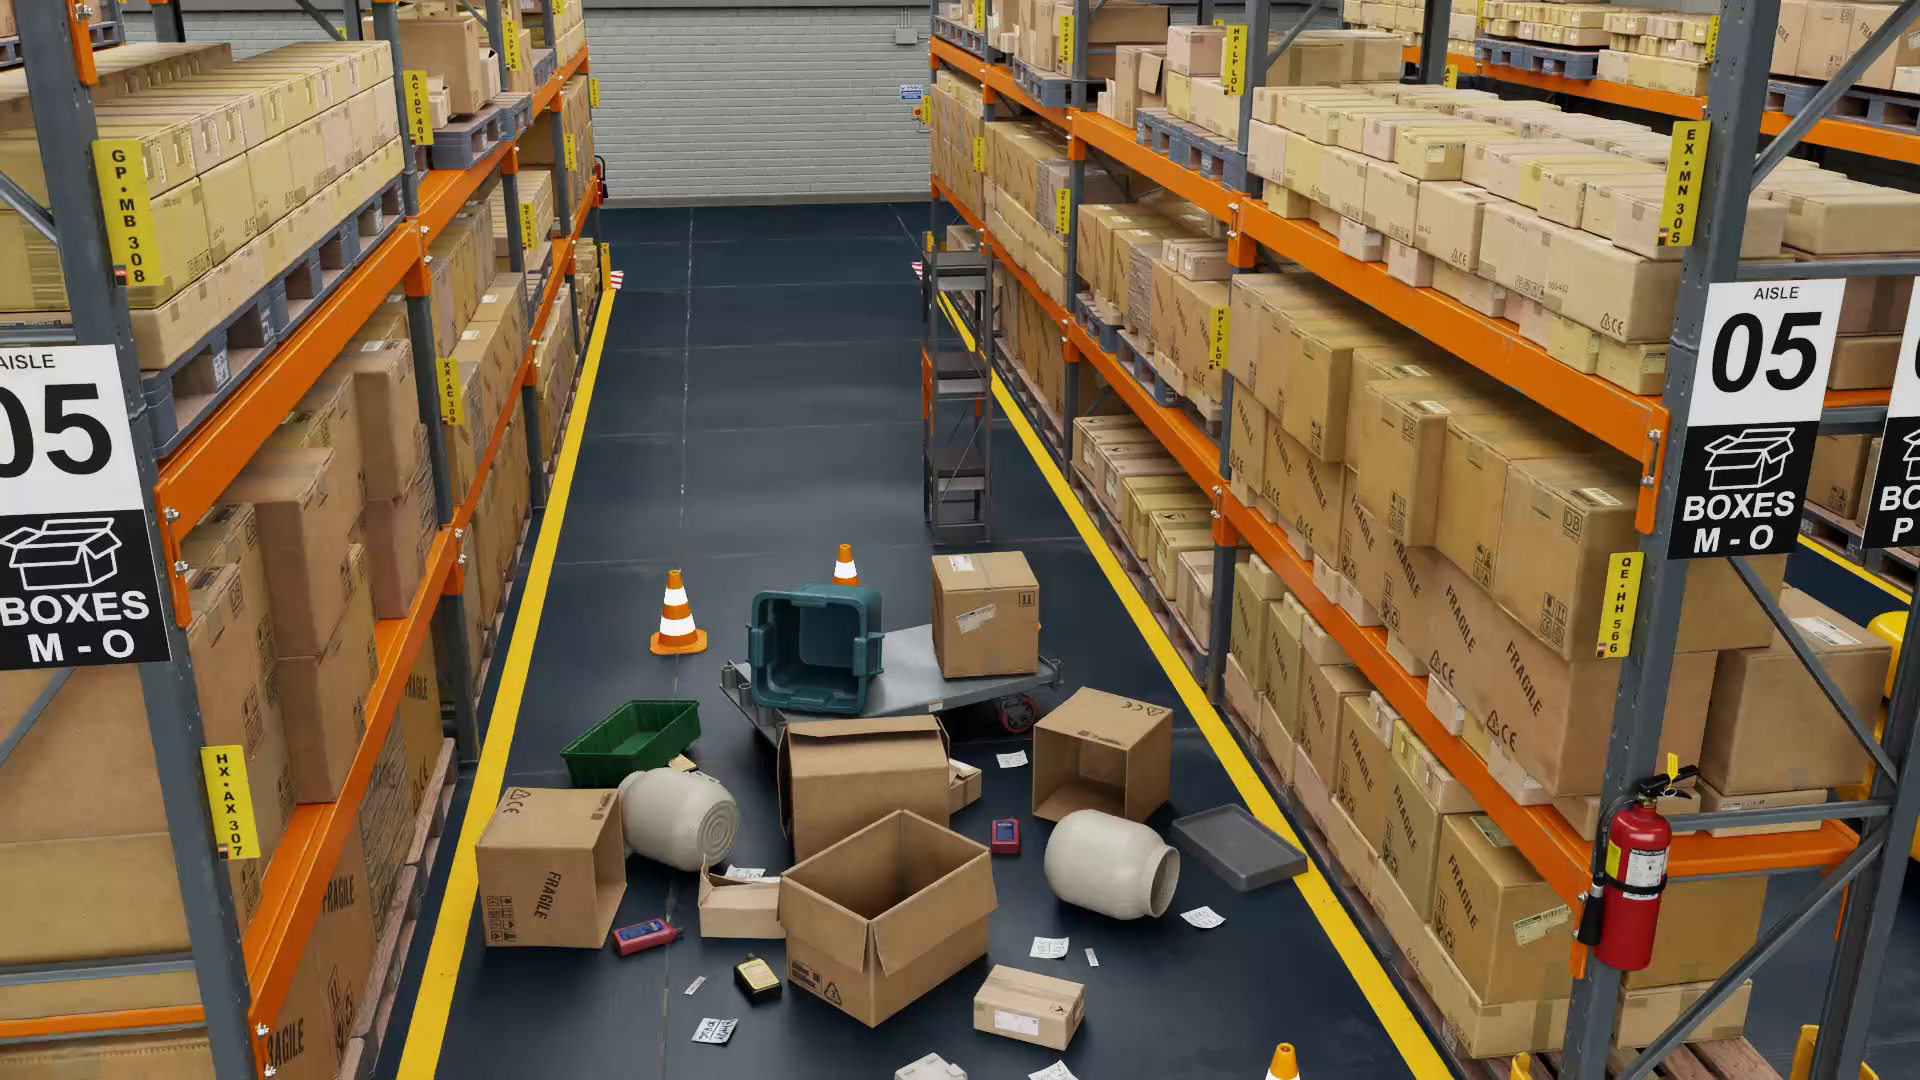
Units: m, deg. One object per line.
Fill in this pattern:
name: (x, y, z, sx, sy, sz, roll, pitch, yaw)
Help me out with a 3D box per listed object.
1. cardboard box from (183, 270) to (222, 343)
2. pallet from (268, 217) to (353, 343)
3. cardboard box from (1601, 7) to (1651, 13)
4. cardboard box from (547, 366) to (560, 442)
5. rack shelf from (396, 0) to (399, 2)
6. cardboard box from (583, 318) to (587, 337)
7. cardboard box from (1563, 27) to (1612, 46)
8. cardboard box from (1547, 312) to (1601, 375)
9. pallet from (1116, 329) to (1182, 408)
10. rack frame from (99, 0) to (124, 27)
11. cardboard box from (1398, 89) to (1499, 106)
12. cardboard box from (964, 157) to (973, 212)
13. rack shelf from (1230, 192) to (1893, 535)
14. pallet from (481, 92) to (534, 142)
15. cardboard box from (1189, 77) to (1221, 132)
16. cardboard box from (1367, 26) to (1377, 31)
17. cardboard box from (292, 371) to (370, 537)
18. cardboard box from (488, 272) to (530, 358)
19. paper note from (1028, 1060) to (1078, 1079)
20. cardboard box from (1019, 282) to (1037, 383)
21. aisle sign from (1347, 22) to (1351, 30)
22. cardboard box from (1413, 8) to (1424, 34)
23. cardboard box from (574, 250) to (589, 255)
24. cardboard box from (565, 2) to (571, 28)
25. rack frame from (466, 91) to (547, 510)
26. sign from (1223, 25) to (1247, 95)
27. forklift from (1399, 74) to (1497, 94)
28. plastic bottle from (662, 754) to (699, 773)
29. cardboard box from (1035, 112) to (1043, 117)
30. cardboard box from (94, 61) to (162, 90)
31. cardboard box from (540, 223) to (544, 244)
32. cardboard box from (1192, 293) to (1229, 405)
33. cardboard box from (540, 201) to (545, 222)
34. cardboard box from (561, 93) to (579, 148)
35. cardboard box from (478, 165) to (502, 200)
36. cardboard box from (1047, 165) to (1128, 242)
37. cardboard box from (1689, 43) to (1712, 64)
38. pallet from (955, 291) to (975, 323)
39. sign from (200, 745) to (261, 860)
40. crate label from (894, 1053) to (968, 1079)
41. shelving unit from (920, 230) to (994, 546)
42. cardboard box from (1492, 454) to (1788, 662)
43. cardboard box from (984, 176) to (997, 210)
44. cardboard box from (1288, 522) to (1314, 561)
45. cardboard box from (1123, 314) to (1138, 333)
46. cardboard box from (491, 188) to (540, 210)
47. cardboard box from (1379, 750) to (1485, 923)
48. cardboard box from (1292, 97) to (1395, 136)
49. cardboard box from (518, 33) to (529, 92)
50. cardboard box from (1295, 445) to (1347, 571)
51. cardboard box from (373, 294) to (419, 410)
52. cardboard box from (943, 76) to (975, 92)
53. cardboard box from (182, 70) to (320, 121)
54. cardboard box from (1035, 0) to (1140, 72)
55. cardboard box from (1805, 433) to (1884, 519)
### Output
cardboard box: (-2.192, -0.610, 4.391, 0.380, 0.149, 0.250, -3, 21, -7)
pallet: (-2.718, -0.899, 5.676, 1.003, 0.211, 1.213, -3, 21, -8)
cardboard box: (5.937, -4.669, 14.834, 0.380, 0.149, 0.250, -3, 21, -7)
cardboard box: (-3.501, -1.083, 13.301, 0.500, 0.500, 0.500, -3, 21, -7)
rack shelf: (-3.287, -3.219, 9.074, 1.077, 0.370, 4.000, -3, 21, -8)
cardboard box: (-3.925, -2.106, 16.542, 0.380, 0.149, 0.250, -2, 21, -6)
cardboard box: (5.540, -4.423, 14.601, 0.380, 0.149, 0.250, -2, 21, -7)
cardboard box: (2.065, -0.622, 5.166, 0.380, 0.149, 0.250, -3, 21, -7)
pallet: (1.634, -1.137, 10.748, 1.003, 0.211, 1.213, -3, 21, -8)
rack frame: (-9.651, -6.991, 17.572, 1.000, 3.000, 0.127, -3, 21, -8)
cardboard box: (2.260, -2.001, 7.720, 0.380, 0.149, 0.250, -3, 21, -9)
cardboard box: (0.332, -3.668, 17.106, 0.500, 0.500, 0.500, -3, 21, -9)
rack shelf: (2.173, -0.901, 6.583, 1.077, 0.370, 4.000, -3, 21, -8)
pallet: (-3.430, -2.722, 10.700, 1.213, 0.211, 1.003, -2, 21, -5)
cardboard box: (1.590, -2.427, 9.255, 0.500, 0.250, 0.500, -3, 21, -7)
cardboard box: (4.900, -5.827, 19.101, 0.380, 0.149, 0.250, -2, 21, -7)
cardboard box: (-2.843, -0.309, 6.498, 0.875, 0.550, 0.550, -3, 21, -8)
cardboard box: (-3.245, -1.530, 11.383, 0.500, 0.500, 0.500, -3, 21, -8)
paper note: (0.356, 2.024, 6.254, 0.148, 0.019, 0.142, -11, 23, -26)
cardboard box: (1.038, -1.974, 15.150, 0.875, 0.875, 0.875, -2, 21, -6)
aisle sign: (4.766, -6.158, 20.202, 0.394, 0.787, 0.004, -3, 21, -8)
cardboard box: (5.178, -5.533, 17.745, 0.500, 0.250, 0.500, -2, 21, -7)
cardboard box: (-4.284, -3.099, 18.350, 0.380, 0.149, 0.250, -4, 21, -10)
cardboard box: (-4.203, -5.288, 16.800, 0.500, 0.250, 0.500, -4, 21, -10)
rack frame: (-3.575, -1.626, 11.781, 1.000, 3.000, 0.127, -3, 21, -8)
sign: (1.336, -2.328, 8.073, 0.100, 0.325, 0.005, -3, 21, -8)
forklift: (3.956, -2.129, 13.226, 1.130, 2.935, 3.031, -6, 21, -15)
plastic bottle: (-1.465, 1.155, 8.535, 0.133, 0.061, 0.283, -15, 25, -35)
cardboard box: (0.943, -4.237, 16.273, 0.380, 0.149, 0.250, -3, 21, -9)
cardboard box: (-3.134, -1.649, 6.034, 0.380, 0.149, 0.250, -3, 21, -7)
cardboard box: (-3.745, -2.603, 14.157, 0.380, 0.149, 0.250, -4, 21, -10)
cardboard box: (1.591, -1.057, 9.090, 0.500, 0.500, 0.500, -3, 21, -9)
cardboard box: (-3.783, -2.829, 14.338, 0.380, 0.149, 0.250, -4, 21, -10)
cardboard box: (-4.108, -4.188, 16.646, 0.500, 0.500, 0.500, -3, 21, -7)
cardboard box: (-4.501, -3.350, 15.830, 0.500, 0.500, 0.500, -3, 21, -8)
cardboard box: (0.975, -2.591, 12.795, 0.500, 0.500, 0.500, -3, 21, -9)
cardboard box: (5.930, -3.794, 12.945, 0.380, 0.149, 0.250, -2, 21, -7)
pallet: (0.521, -2.679, 18.588, 1.003, 0.211, 1.213, -3, 21, -8)
sign: (-1.872, 0.676, 4.269, 0.100, 0.325, 0.005, -3, 21, -8)
crate label: (-0.101, 2.021, 6.108, 0.250, 0.136, 0.298, -15, 25, -35)
shelving unit: (-0.024, -1.041, 11.502, 0.431, 2.100, 0.503, -3, 21, -8)
cardboard box: (2.172, 0.039, 5.327, 0.700, 0.500, 0.500, -3, 21, -9)
cardboard box: (0.516, -3.293, 15.744, 0.500, 0.250, 0.500, -4, 21, -9)
cardboard box: (1.770, -0.020, 7.841, 0.380, 0.149, 0.250, -2, 21, -6)
cardboard box: (1.304, -1.495, 11.191, 0.380, 0.149, 0.250, -2, 21, -5)
cardboard box: (-3.756, -2.880, 14.050, 0.380, 0.149, 0.250, -4, 21, -10)
cardboard box: (2.010, 1.155, 6.595, 0.500, 0.500, 0.500, -2, 21, -6)
cardboard box: (1.703, -1.880, 7.396, 0.380, 0.149, 0.250, -4, 21, -10)
cardboard box: (-3.473, -3.462, 12.267, 0.500, 0.500, 0.500, -3, 21, -8)
cardboard box: (1.828, -0.198, 7.391, 0.500, 0.500, 0.500, -3, 21, -8)
cardboard box: (-3.076, -0.928, 8.340, 0.700, 0.500, 0.500, -3, 21, -9)
cardboard box: (0.021, -5.089, 18.556, 0.380, 0.149, 0.250, -4, 21, -10)
cardboard box: (-2.411, -1.509, 5.658, 0.380, 0.149, 0.250, -3, 21, -7)
cardboard box: (0.978, -3.892, 12.820, 0.700, 0.500, 0.500, -4, 21, -10)
cardboard box: (6.495, -0.571, 11.751, 0.875, 0.625, 0.625, -4, 21, -10)
